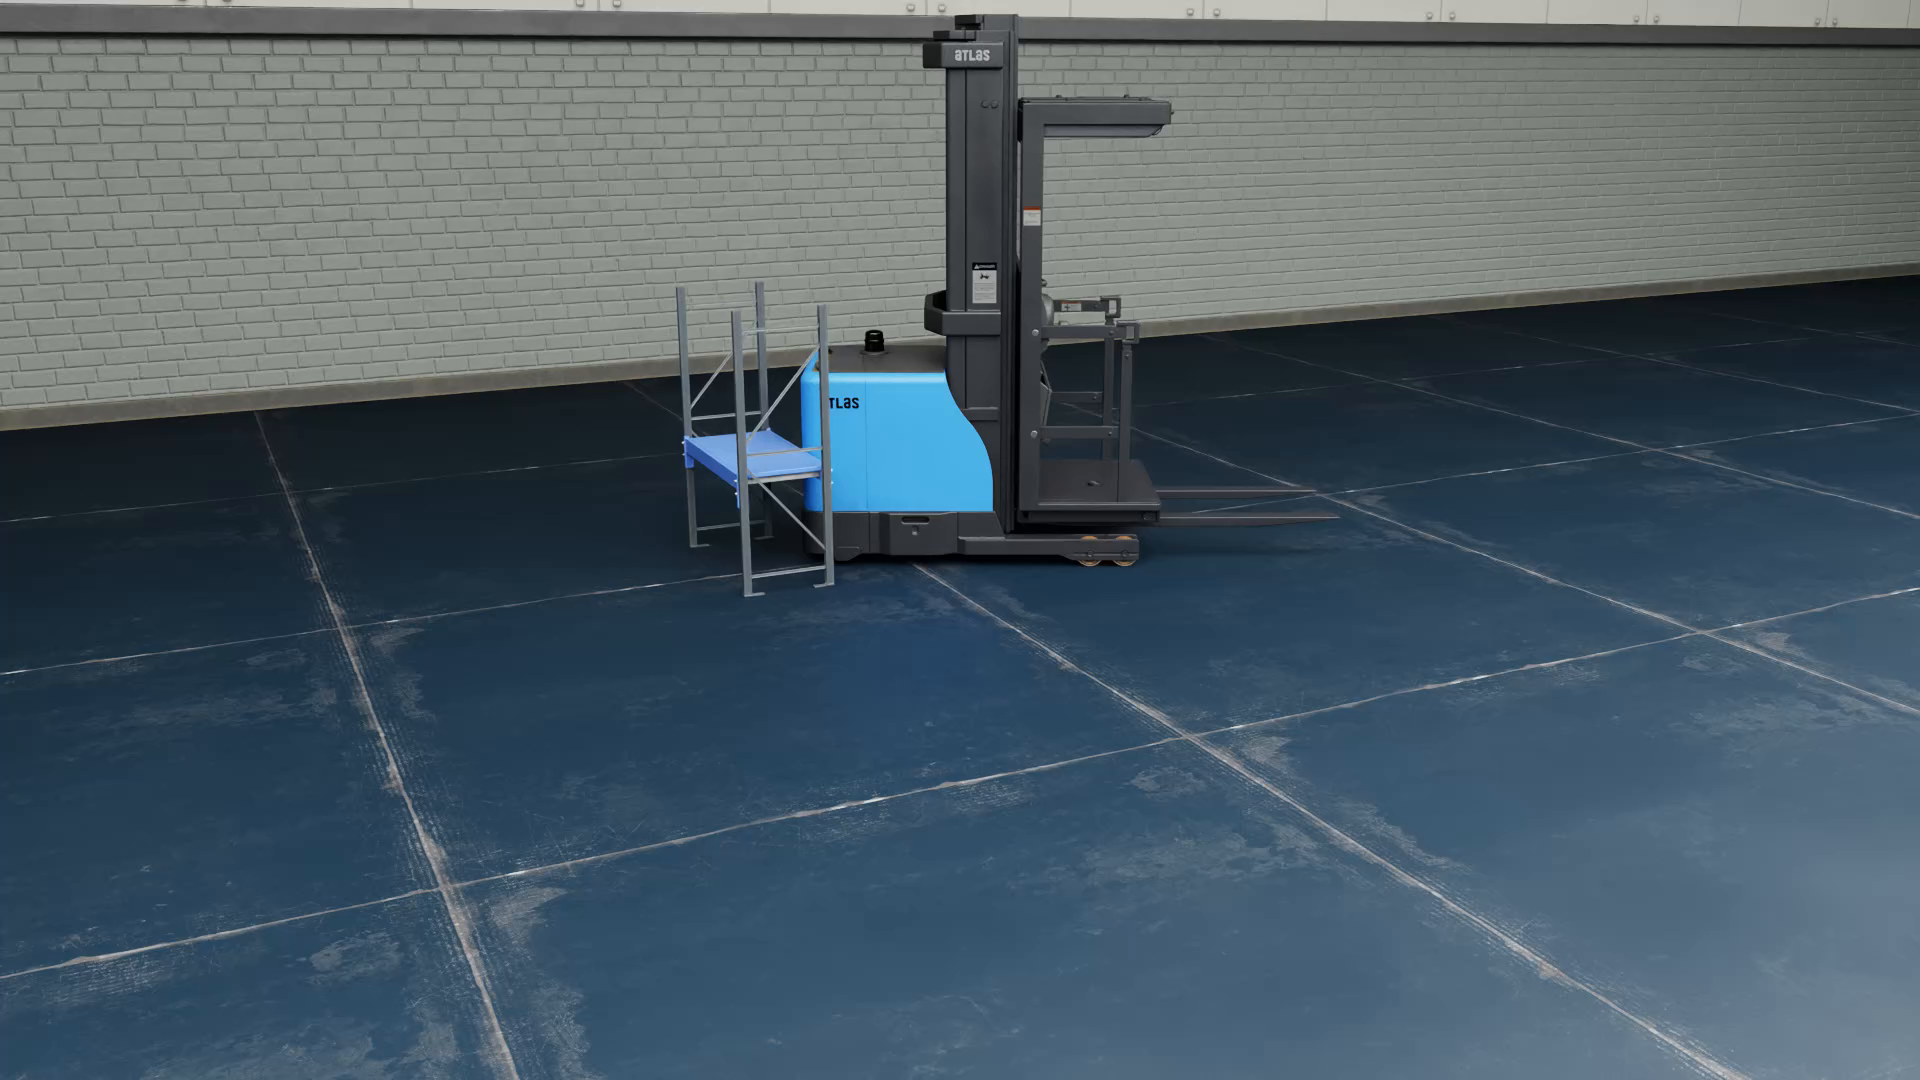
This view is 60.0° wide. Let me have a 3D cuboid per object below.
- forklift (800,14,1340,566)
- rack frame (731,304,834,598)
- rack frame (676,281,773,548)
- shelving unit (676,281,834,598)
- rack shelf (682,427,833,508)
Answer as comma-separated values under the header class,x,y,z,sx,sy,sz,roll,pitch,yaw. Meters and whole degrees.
class,x,y,z,sx,sy,sz,roll,pitch,yaw
forklift,0.630,-1.410,9.350,3.031,2.935,1.130,0,16,0
rack frame,-0.909,-0.452,8.603,0.500,1.500,0.032,-8,18,-24
rack frame,-1.336,-0.707,9.490,0.500,1.500,0.032,-8,18,-24
shelving unit,-1.122,-0.580,9.047,0.538,1.500,1.048,-8,18,-24
rack shelf,-1.122,-0.407,9.097,0.538,0.185,1.000,-8,18,-24
